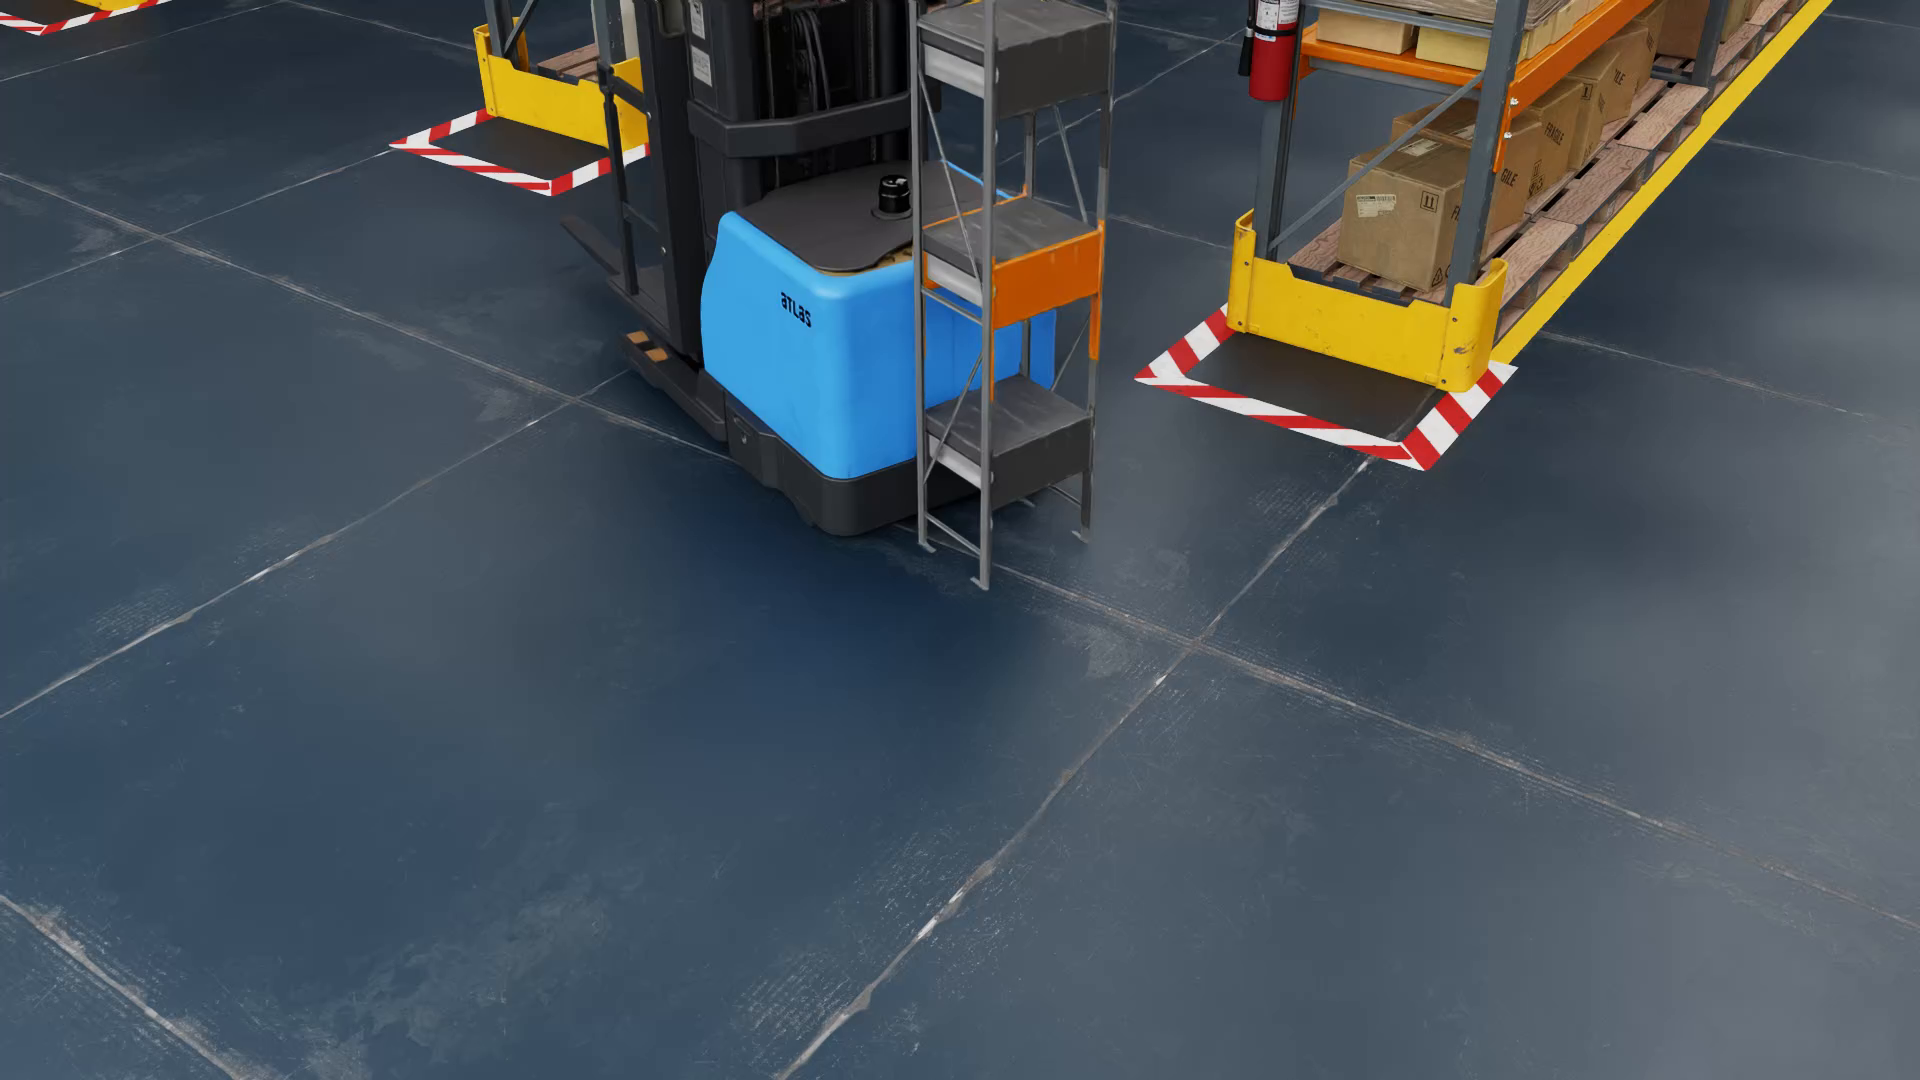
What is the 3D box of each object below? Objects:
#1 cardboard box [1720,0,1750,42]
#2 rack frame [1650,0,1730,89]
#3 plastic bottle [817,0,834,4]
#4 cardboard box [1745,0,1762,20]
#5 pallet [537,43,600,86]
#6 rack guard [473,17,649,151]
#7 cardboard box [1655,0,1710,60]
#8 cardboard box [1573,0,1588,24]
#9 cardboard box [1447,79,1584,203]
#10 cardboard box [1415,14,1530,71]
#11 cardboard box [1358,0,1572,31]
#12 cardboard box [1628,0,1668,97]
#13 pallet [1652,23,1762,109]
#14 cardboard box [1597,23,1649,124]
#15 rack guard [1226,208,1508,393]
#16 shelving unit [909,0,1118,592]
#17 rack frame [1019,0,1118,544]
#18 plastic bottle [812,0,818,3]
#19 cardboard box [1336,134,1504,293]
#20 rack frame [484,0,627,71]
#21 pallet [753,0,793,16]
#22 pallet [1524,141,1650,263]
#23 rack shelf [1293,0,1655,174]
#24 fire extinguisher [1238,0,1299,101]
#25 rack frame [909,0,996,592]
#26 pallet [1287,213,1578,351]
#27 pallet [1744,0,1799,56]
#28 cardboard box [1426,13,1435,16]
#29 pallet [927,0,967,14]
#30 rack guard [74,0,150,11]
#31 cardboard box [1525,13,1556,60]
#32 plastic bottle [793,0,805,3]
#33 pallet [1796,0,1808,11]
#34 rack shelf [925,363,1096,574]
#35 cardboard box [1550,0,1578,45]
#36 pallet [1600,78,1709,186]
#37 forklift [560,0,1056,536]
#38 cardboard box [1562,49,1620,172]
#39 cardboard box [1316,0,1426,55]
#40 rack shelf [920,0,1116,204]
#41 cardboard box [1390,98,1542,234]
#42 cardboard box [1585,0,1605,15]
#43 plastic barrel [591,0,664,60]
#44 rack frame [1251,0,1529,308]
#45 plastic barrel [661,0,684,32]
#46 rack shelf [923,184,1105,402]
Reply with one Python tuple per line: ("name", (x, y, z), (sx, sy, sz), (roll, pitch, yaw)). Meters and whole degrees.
("cardboard box", (4.682, -3.572, 10.692), (0.700, 0.500, 0.500), (21, 39, 28))
("rack frame", (4.027, -3.936, 9.392), (1.000, 3.000, 0.127), (21, 39, 28))
("plastic bottle", (-0.889, -3.567, 10.879), (0.061, 0.283, 0.133), (22, 40, 29))
("cardboard box", (5.001, -3.829, 11.073), (0.700, 0.500, 0.500), (18, 38, 24))
("pallet", (-1.851, -2.944, 10.415), (1.003, 0.211, 1.213), (21, 39, 28))
("rack guard", (-2.318, -2.691, 9.784), (1.175, 0.500, 0.348), (21, 39, 28))
("cardboard box", (4.394, -3.358, 10.377), (0.700, 0.500, 0.500), (18, 38, 25))
("cardboard box", (2.543, -2.387, 7.326), (0.380, 0.149, 0.250), (21, 39, 28))
("cardboard box", (2.801, -2.083, 8.510), (0.500, 0.500, 0.500), (25, 42, 32))
("cardboard box", (2.104, -2.046, 6.822), (0.380, 0.149, 0.250), (21, 39, 28))
("cardboard box", (2.082, -2.504, 6.920), (0.875, 0.500, 0.500), (21, 39, 28))
("cardboard box", (3.766, -2.903, 9.721), (0.500, 0.500, 0.500), (20, 39, 27))
("pallet", (4.469, -3.139, 10.704), (1.003, 0.211, 1.213), (21, 39, 28))
("cardboard box", (3.445, -2.637, 9.328), (0.500, 0.500, 0.500), (-23, 40, -30))
("rack guard", (1.789, -1.094, 7.422), (1.175, 0.500, 0.348), (21, 39, 28))
("shelving unit", (0.165, -0.858, 5.645), (0.503, 2.100, 0.431), (-24, 41, -31))
("rack frame", (0.356, -0.943, 5.770), (0.015, 2.100, 0.400), (-24, 41, -31))
("plastic bottle", (-0.974, -3.482, 10.827), (0.097, 0.201, 0.097), (0, 34, 0))
("cardboard box", (2.116, -1.515, 7.670), (0.500, 0.500, 0.500), (-29, 43, -35))
("rack frame", (-2.323, -3.677, 9.009), (1.000, 3.000, 0.127), (21, 39, 28))
("pallet", (-1.154, -3.503, 11.242), (1.003, 0.211, 1.213), (21, 39, 28))
("pallet", (2.978, -1.896, 8.866), (1.003, 0.211, 1.213), (21, 39, 28))
("rack shelf", (2.886, -2.717, 8.233), (1.077, 0.370, 4.000), (21, 39, 28))
("fire extinguisher", (1.302, -2.157, 6.831), (0.296, 0.674, 0.183), (21, 39, 28))
("rack frame", (-0.026, -0.773, 5.519), (0.015, 2.100, 0.400), (-24, 41, -31))
("pallet", (2.282, -1.337, 8.039), (1.003, 0.211, 1.213), (21, 39, 28))
("pallet", (5.164, -3.703, 11.537), (1.003, 0.211, 1.213), (21, 39, 28))
("cardboard box", (1.882, -2.303, 7.202), (0.380, 0.149, 0.250), (21, 39, 28))
("pallet", (-0.459, -4.067, 12.075), (1.003, 0.211, 1.213), (21, 39, 28))
("rack guard", (-6.404, -4.214, 12.035), (1.175, 0.500, 0.348), (21, 39, 28))
("cardboard box", (2.263, -2.155, 6.983), (0.380, 0.149, 0.250), (21, 39, 28))
("plastic bottle", (-1.033, -3.464, 10.737), (0.097, 0.271, 0.097), (0, 34, 0))
("pallet", (5.861, -4.262, 12.364), (1.003, 0.211, 1.213), (21, 39, 28))
("rack shelf", (0.165, -0.267, 6.044), (0.480, 0.518, 0.431), (-24, 41, -31))
("cardboard box", (2.417, -2.265, 7.146), (0.380, 0.149, 0.250), (21, 39, 28))
("pallet", (3.673, -2.460, 9.699), (1.003, 0.211, 1.213), (21, 39, 28))
("forklift", (-0.856, -2.014, 6.612), (1.130, 2.935, 3.031), (-20, 39, -27))
("cardboard box", (3.156, -2.326, 8.868), (0.500, 0.500, 0.500), (18, 38, 24))
("cardboard box", (1.739, -2.188, 7.032), (0.380, 0.149, 0.250), (21, 39, 28))
("rack shelf", (0.165, -1.427, 5.260), (0.480, 0.518, 0.431), (-24, 41, -31))
("cardboard box", (2.428, -1.801, 8.093), (0.500, 0.500, 0.500), (-25, 41, -32))
("cardboard box", (2.691, -2.499, 7.493), (0.380, 0.149, 0.250), (21, 39, 28))
("plastic barrel", (-2.011, -3.148, 10.073), (0.421, 0.512, 0.421), (0, 34, 0))
("rack frame", (1.746, -2.095, 6.670), (1.000, 3.000, 0.127), (21, 39, 28))
("plastic barrel", (-1.725, -3.378, 10.414), (0.421, 0.512, 0.421), (0, 34, 0))
("rack shelf", (0.165, -0.847, 5.652), (0.480, 0.518, 0.431), (-24, 41, -31))
